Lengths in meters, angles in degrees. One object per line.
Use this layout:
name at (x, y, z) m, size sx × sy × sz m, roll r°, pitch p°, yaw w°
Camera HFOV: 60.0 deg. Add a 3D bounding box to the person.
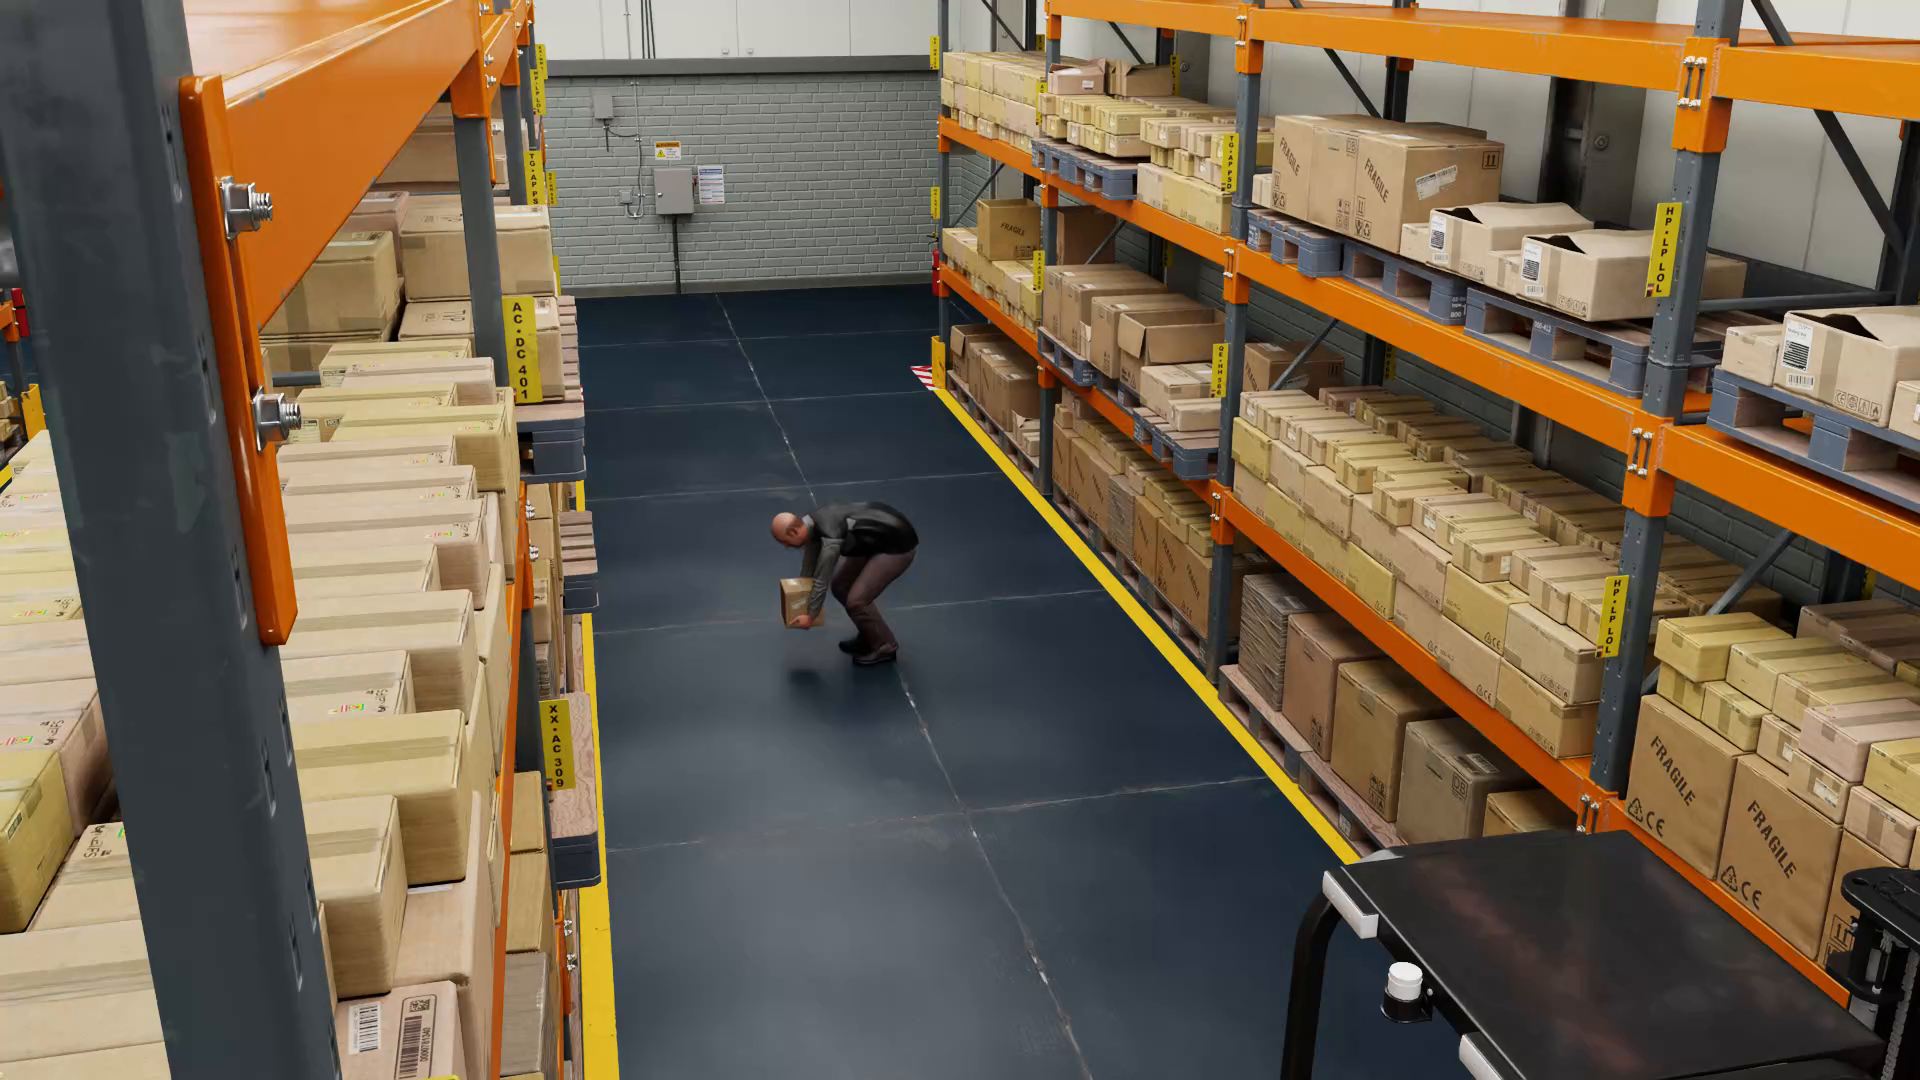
person at (-0.746, 0.271, 10.830) m, size 0.950 × 1.063 × 0.498 m, roll -5°, pitch 20°, yaw -15°
